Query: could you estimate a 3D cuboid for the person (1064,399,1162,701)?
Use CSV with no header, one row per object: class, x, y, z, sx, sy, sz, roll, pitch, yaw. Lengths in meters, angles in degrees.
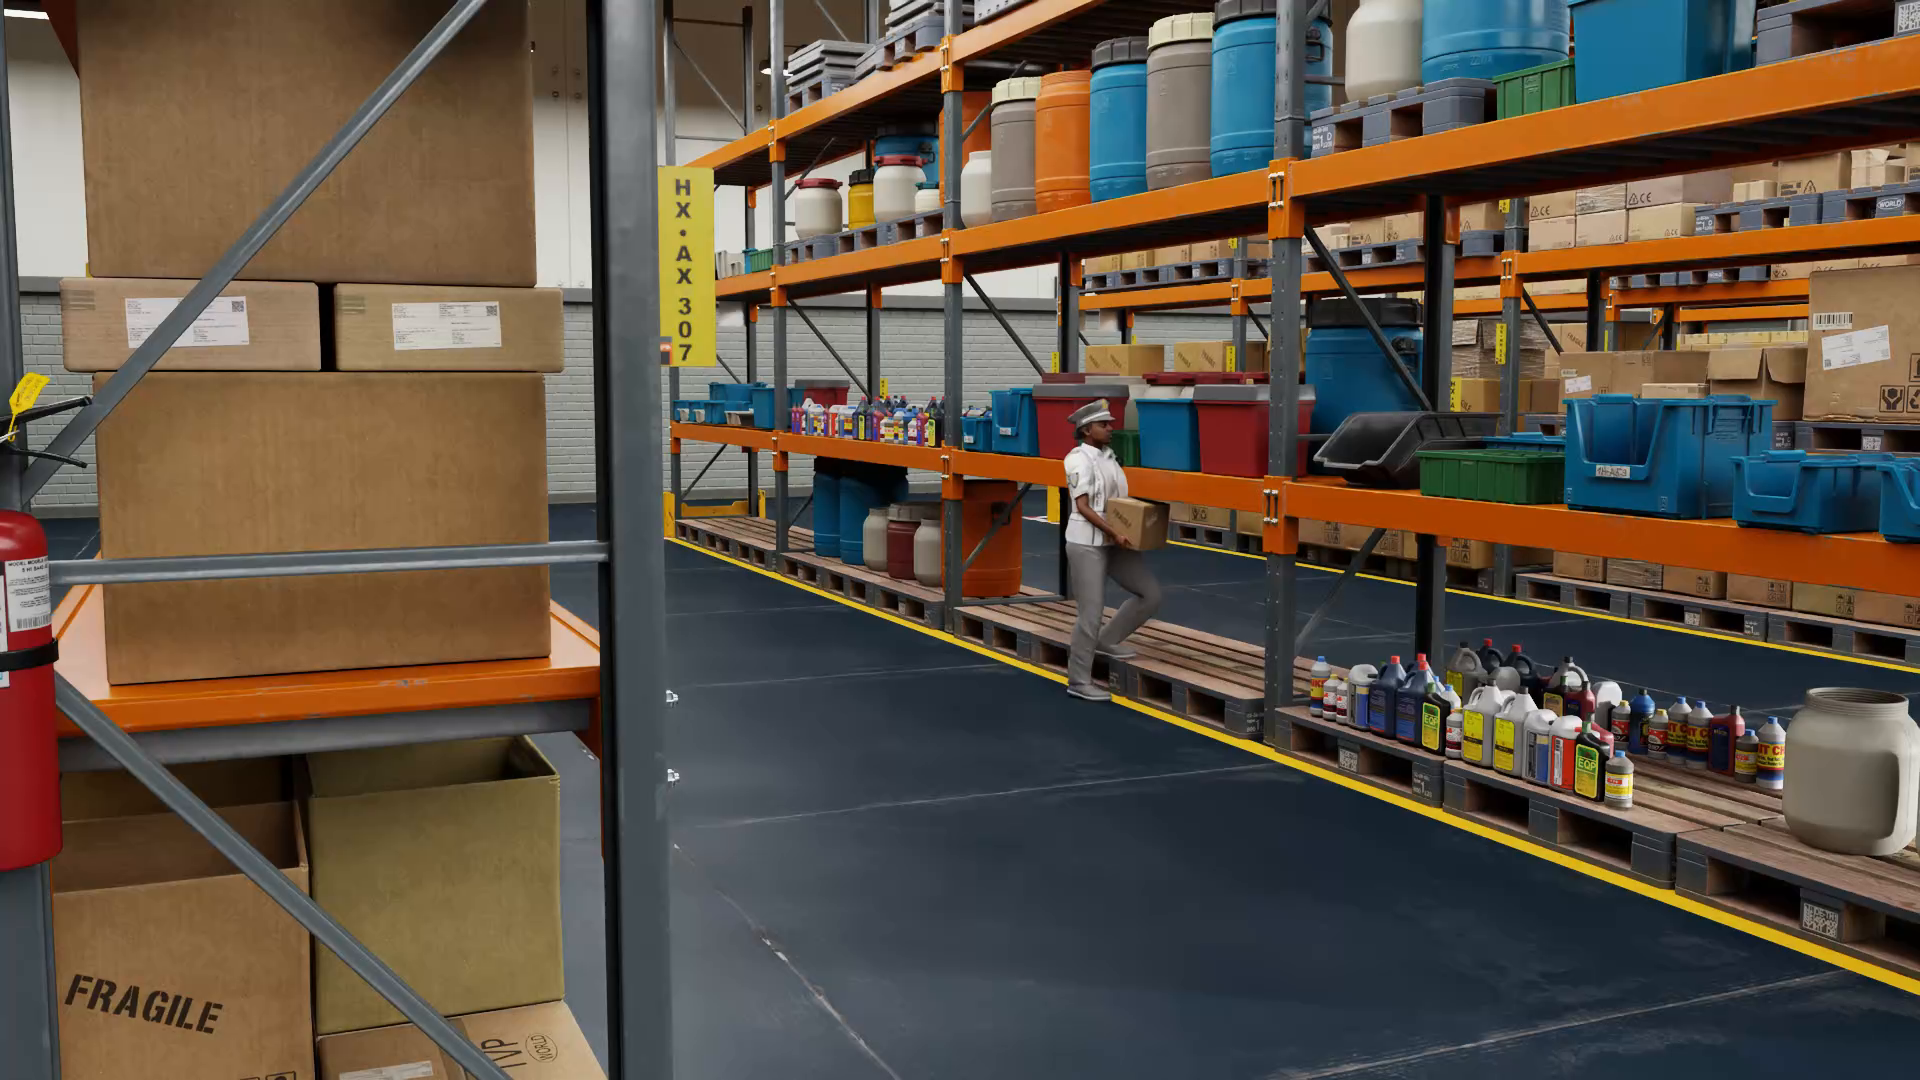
person,0.840,0.049,9.372,0.542,1.687,0.459,5,7,42
